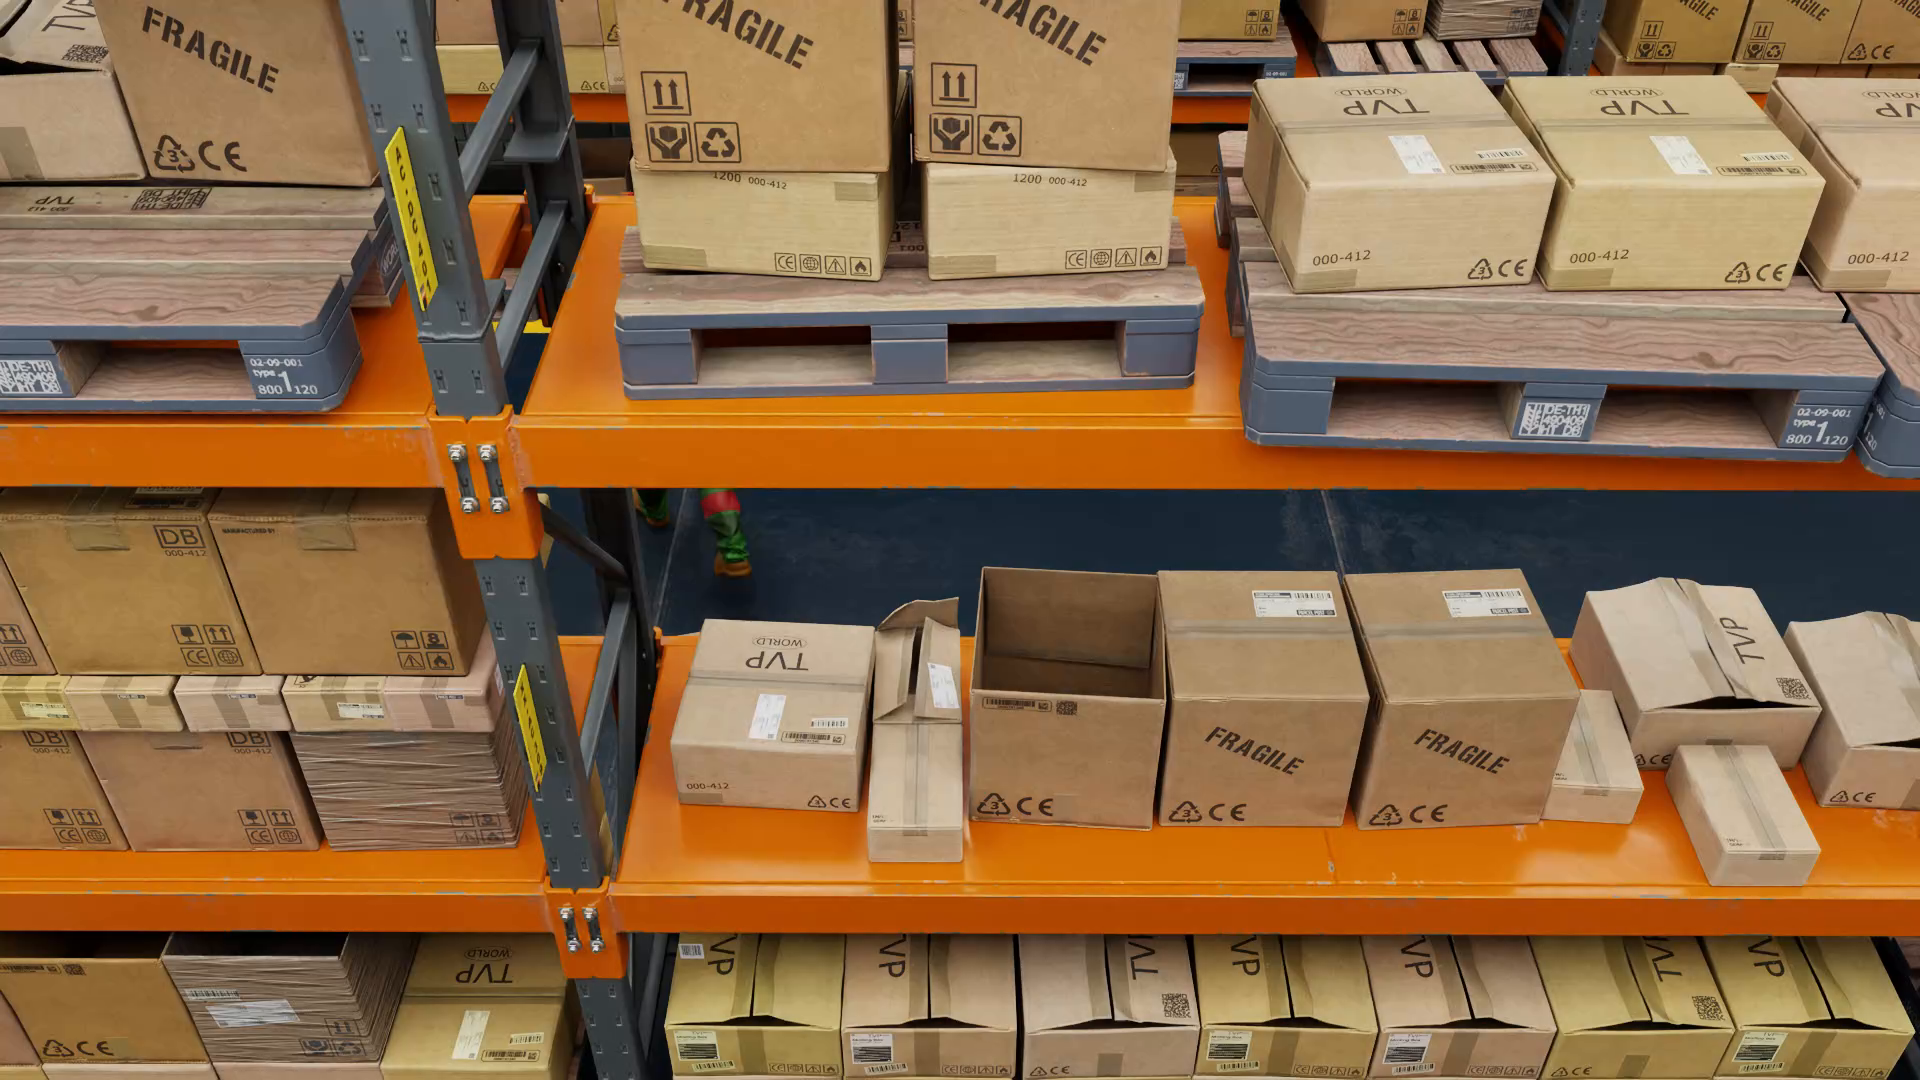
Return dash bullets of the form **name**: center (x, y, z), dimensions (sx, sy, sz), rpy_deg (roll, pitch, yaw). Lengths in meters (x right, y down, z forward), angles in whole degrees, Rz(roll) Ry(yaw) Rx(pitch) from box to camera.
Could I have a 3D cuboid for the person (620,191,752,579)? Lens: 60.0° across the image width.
- **person**: center (-1.215, -0.630, 6.912), dimensions (0.522, 1.751, 1.012), rpy_deg (-18, 42, -20)
